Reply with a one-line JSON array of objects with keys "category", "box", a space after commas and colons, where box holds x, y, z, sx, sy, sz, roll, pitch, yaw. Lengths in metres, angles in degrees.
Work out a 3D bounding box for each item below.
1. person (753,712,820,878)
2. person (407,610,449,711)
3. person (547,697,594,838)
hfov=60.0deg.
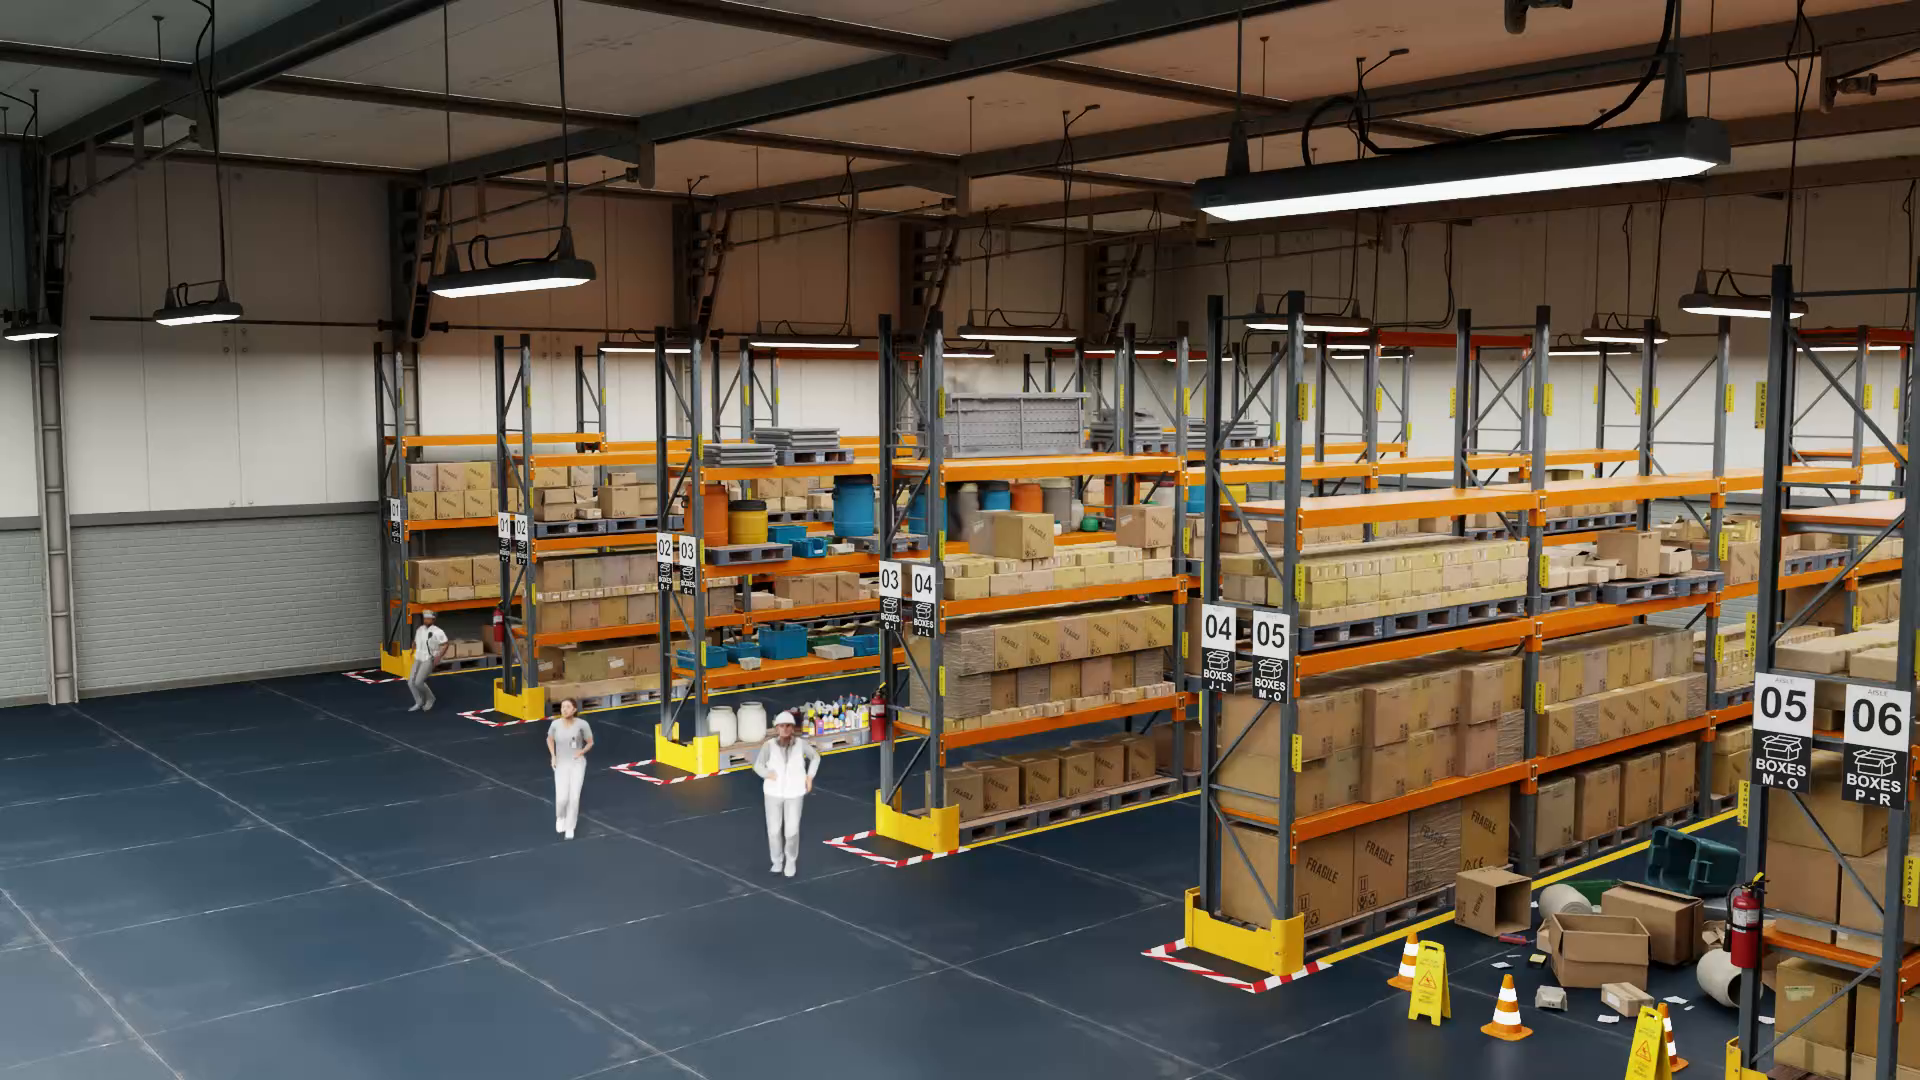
[{"category": "person", "box": [-1.837, 2.705, 17.556, 0.684, 1.785, 0.659, 0, 5, 1]}, {"category": "person", "box": [-8.586, 1.933, 26.661, 0.598, 1.645, 0.517, 3, 6, 30]}, {"category": "person", "box": [-4.470, 2.624, 19.054, 0.551, 1.619, 0.558, -1, 5, -6]}]
